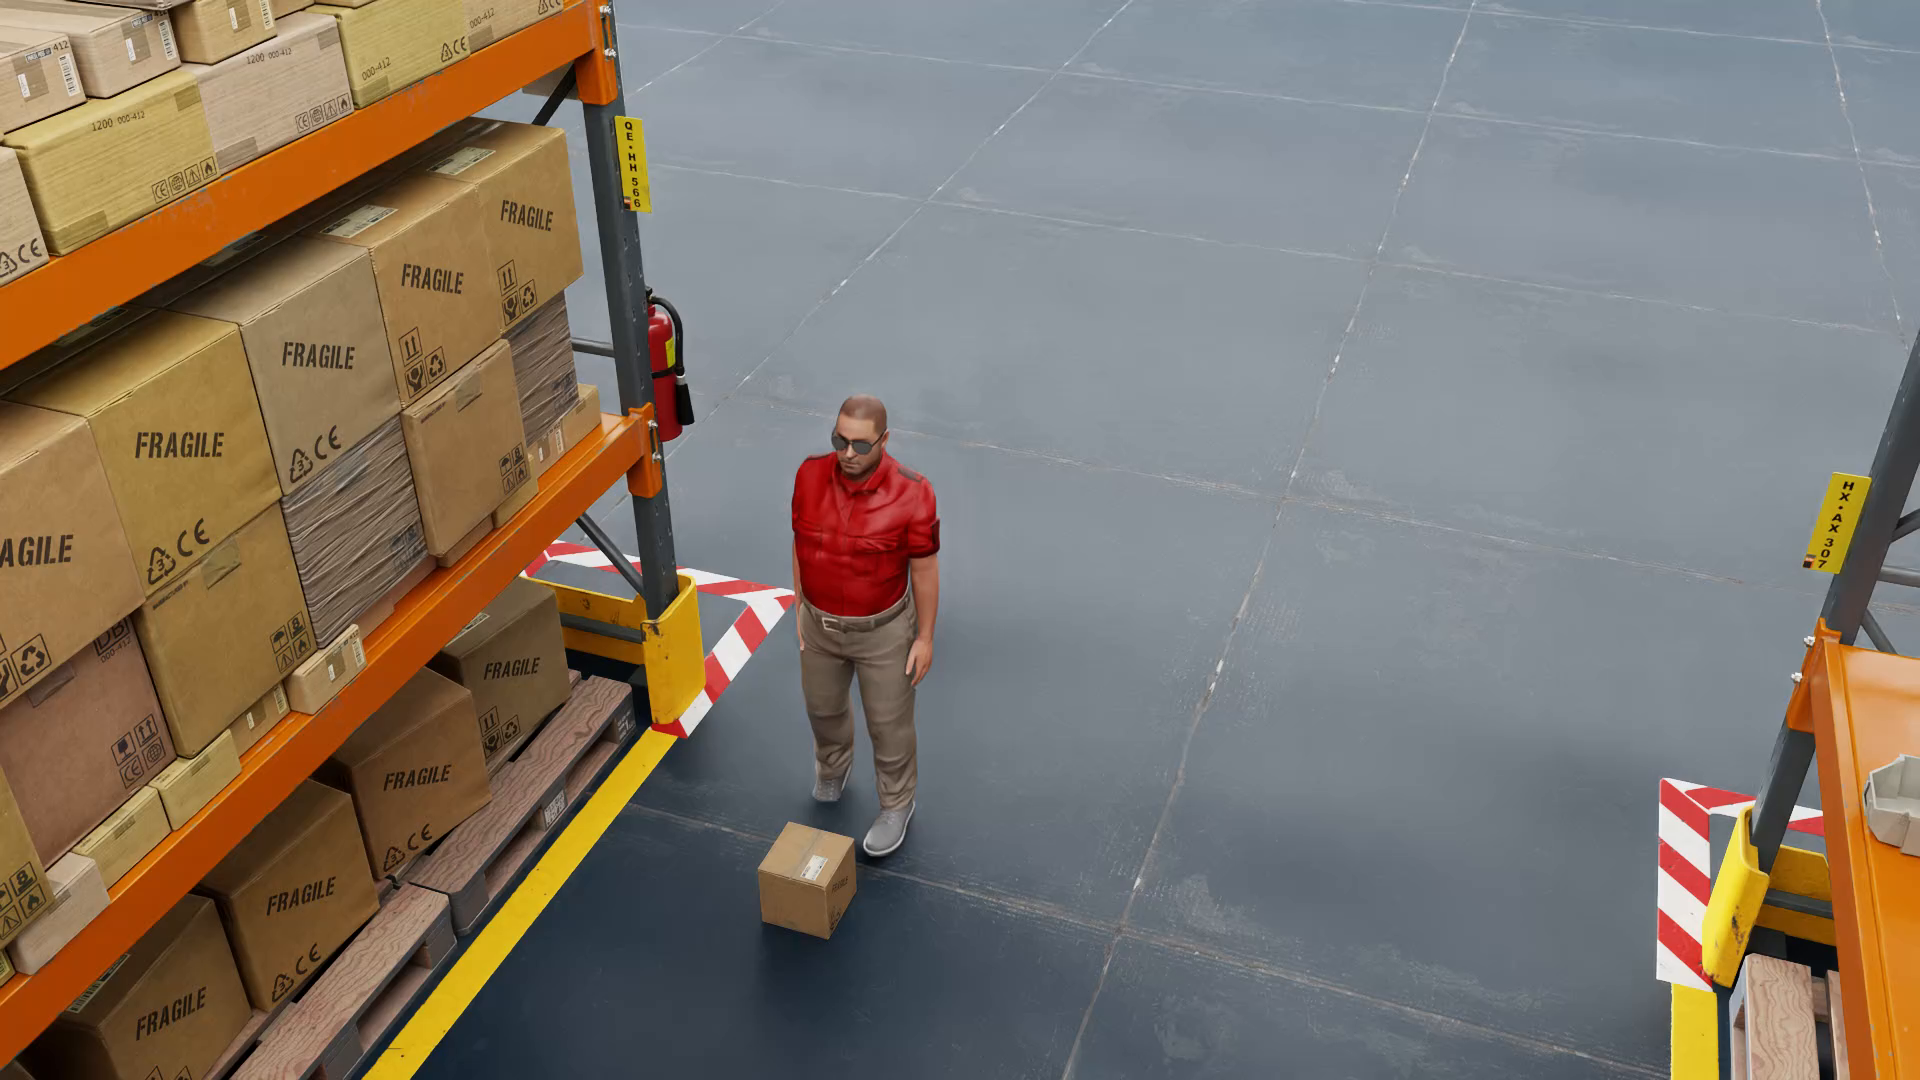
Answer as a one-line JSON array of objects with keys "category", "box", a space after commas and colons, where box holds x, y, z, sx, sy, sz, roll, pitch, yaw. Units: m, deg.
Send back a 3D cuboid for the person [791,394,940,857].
[{"category": "person", "box": [-0.335, 0.326, 5.718, 0.535, 1.793, 0.435, 11, 35, 17]}]
